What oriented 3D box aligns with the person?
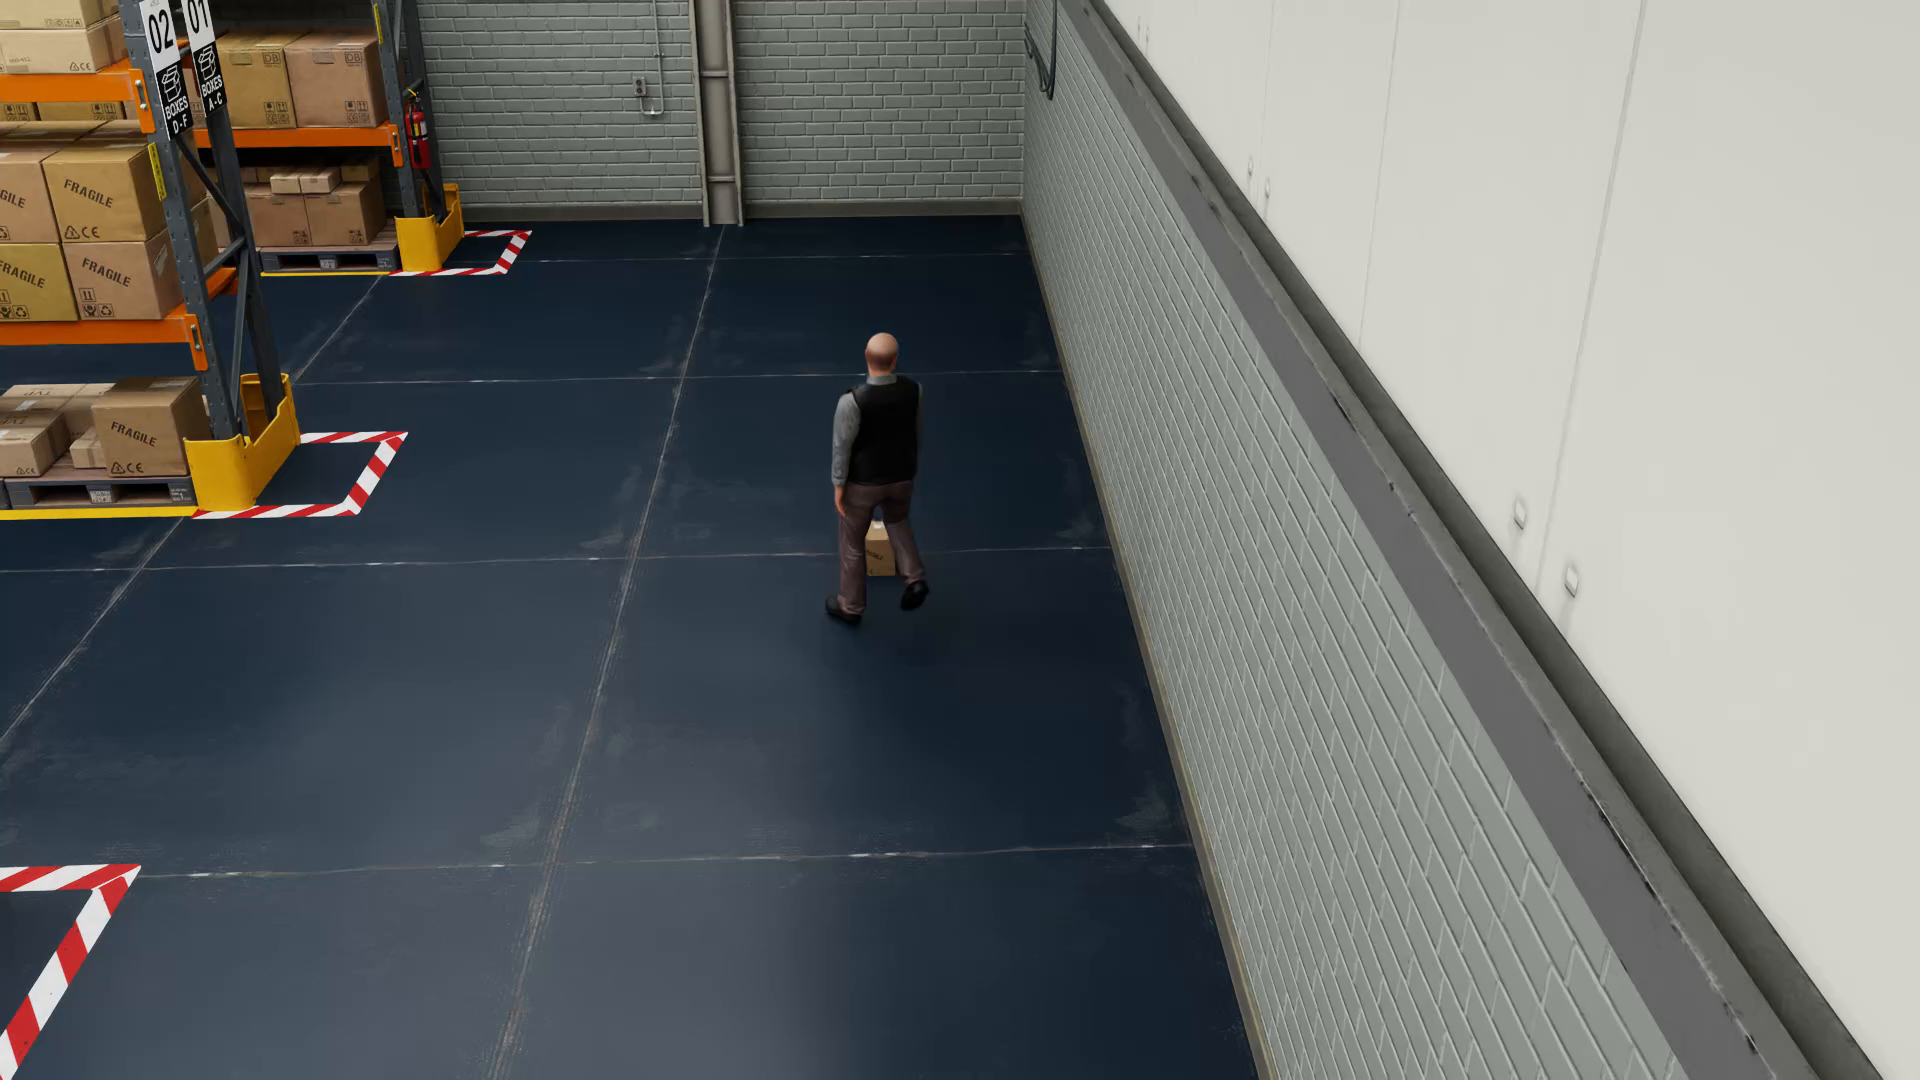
[{"bbox_3d":[-0.450,-0.326,9.262,0.569,1.707,0.547,-15,31,-26],"label":"person"}]
